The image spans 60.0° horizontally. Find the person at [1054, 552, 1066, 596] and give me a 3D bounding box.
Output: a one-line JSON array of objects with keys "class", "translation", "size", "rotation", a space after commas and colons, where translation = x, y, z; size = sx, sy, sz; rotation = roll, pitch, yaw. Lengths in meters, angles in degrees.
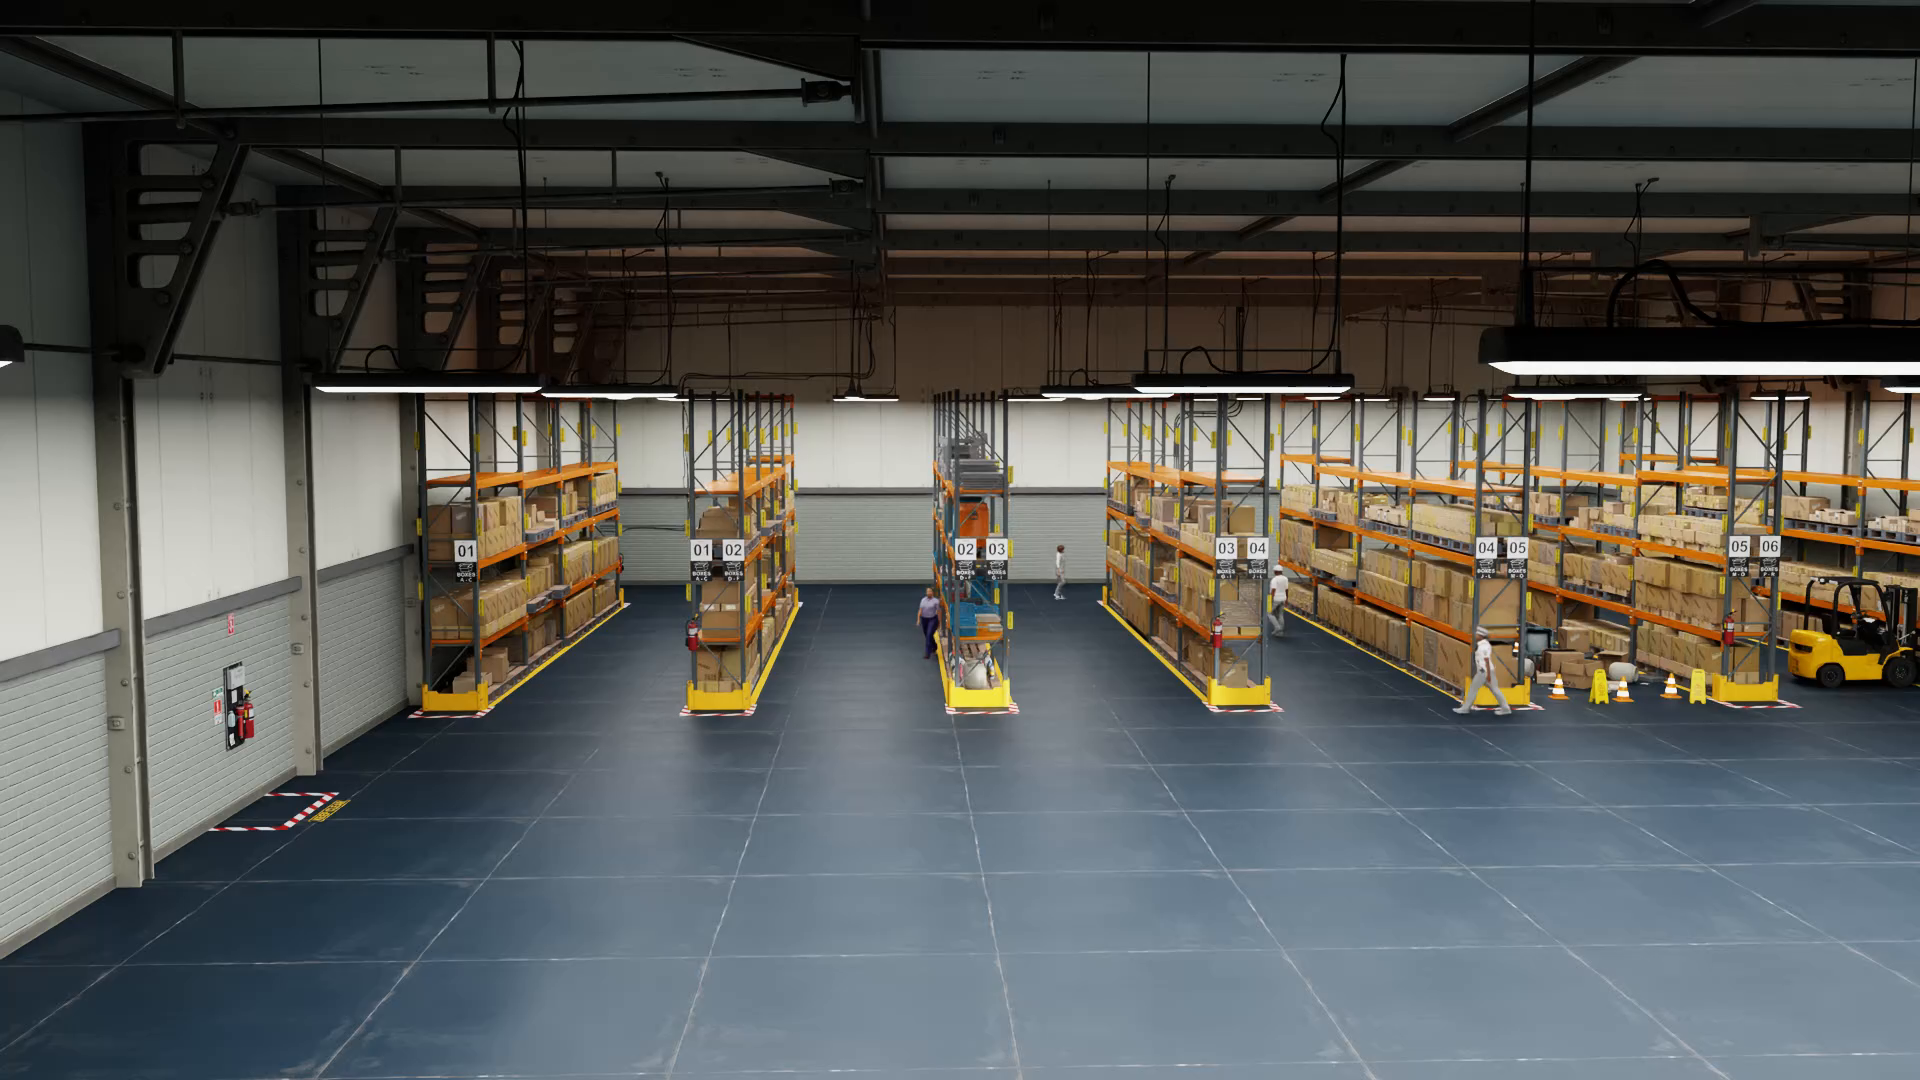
[{"class": "person", "translation": [2.936, 1.012, 48.726], "size": [0.355, 1.309, 0.466], "rotation": [1, 5, 15]}]

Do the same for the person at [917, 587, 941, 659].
[{"class": "person", "translation": [6.408, 1.882, 37.336], "size": [13.272, 1.613, 7.160], "rotation": [2, 5, 28]}]

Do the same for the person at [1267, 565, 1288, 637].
[{"class": "person", "translation": [7.869, 1.497, 41.034], "size": [0.616, 1.767, 0.467], "rotation": [-3, 6, -35]}]

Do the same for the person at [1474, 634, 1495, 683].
[{"class": "person", "translation": [9.626, 2.112, 30.564], "size": [0.391, 0.979, 0.475], "rotation": [3, 5, 29]}]
